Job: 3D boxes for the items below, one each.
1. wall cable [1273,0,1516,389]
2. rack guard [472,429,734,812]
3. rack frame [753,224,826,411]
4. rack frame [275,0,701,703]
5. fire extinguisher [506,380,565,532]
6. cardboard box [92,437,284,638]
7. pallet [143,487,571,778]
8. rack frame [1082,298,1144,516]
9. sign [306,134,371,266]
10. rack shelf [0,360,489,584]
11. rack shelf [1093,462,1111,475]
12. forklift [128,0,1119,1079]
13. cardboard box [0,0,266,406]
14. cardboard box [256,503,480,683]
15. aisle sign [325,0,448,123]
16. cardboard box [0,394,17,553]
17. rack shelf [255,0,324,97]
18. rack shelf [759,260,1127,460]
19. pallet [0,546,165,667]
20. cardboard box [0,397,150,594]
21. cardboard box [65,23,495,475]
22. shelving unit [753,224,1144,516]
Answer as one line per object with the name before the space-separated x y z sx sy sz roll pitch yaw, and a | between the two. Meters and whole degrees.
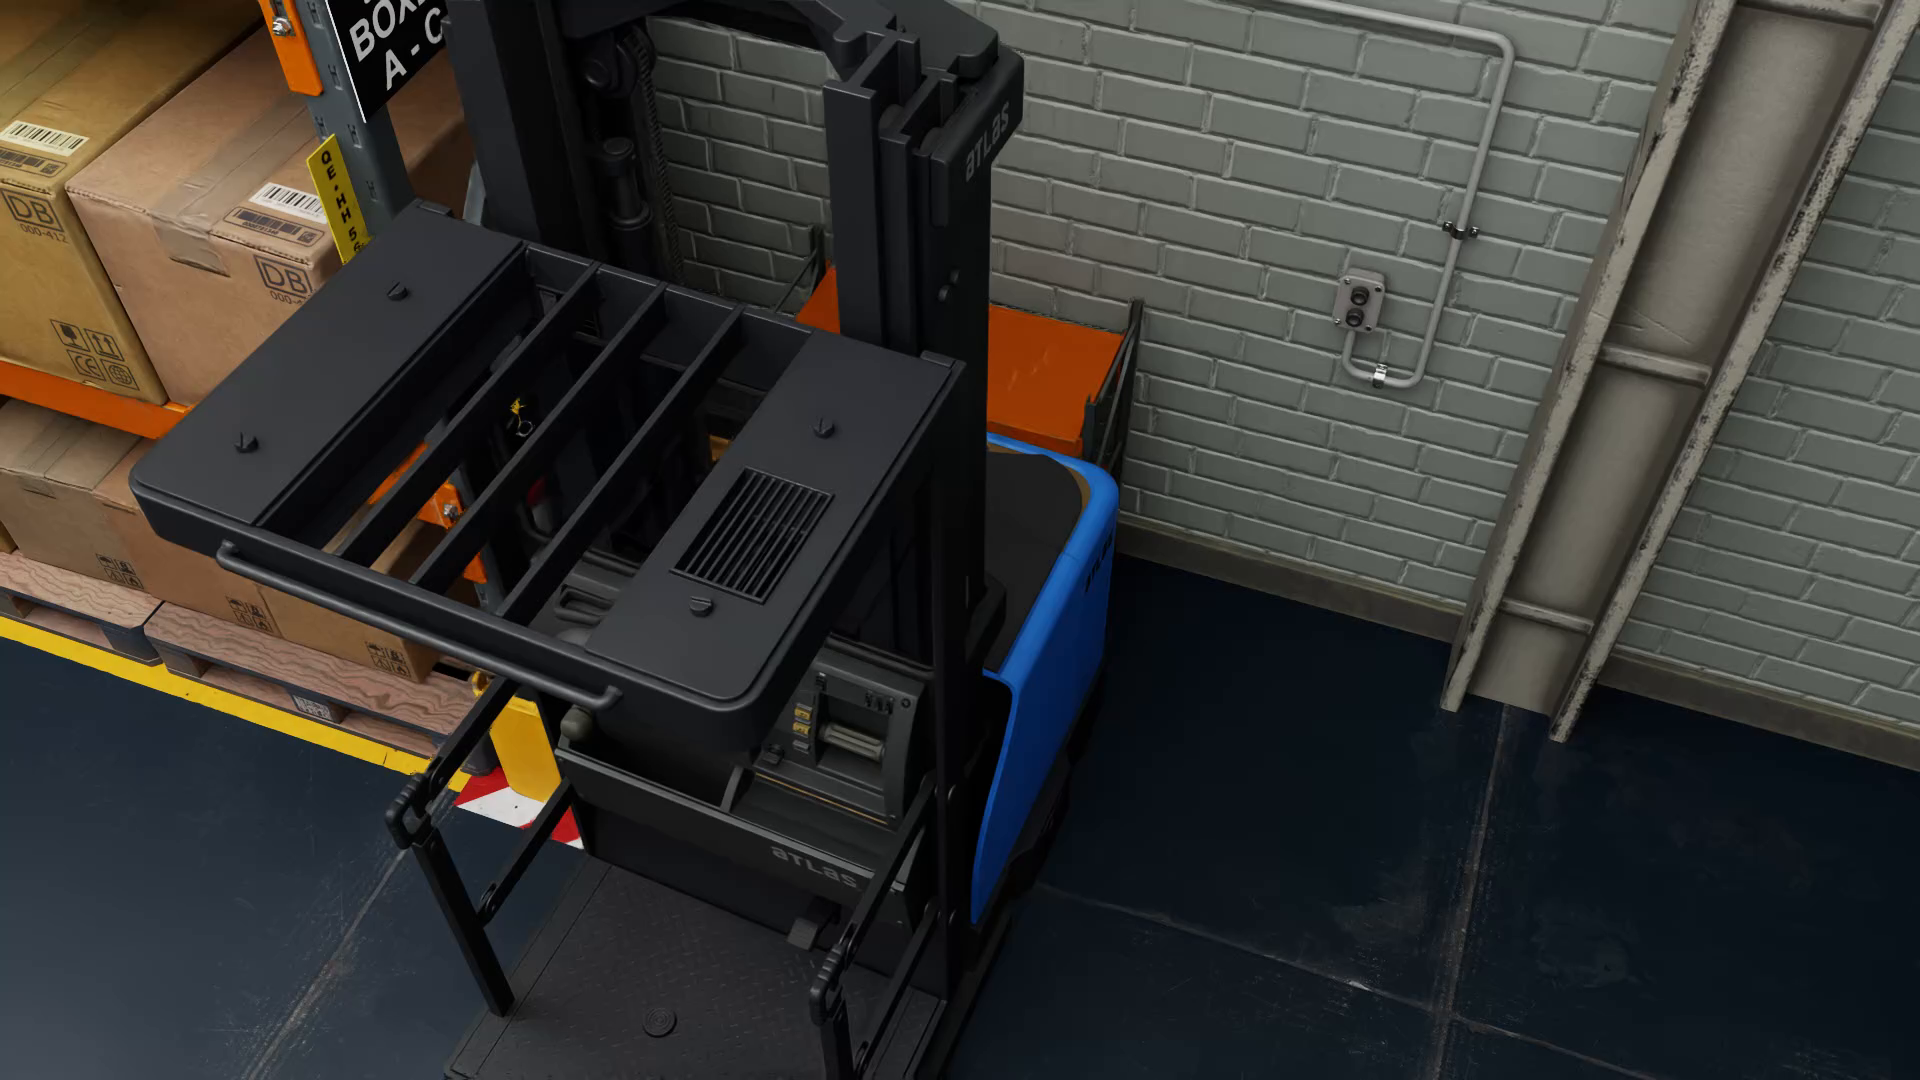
wall cable | 0.460 -1.269 4.192 1.851 1.984 0.084 16 51 13
rack guard | -1.046 0.224 5.225 0.348 0.500 1.175 16 51 13
rack frame | -0.526 -0.407 5.342 0.032 1.125 0.500 15 48 13
rack frame | -1.069 -0.601 4.286 0.127 3.000 1.000 16 51 13
fire extinguisher | -1.087 -0.087 4.138 0.183 0.674 0.296 16 51 13
cardboard box | -2.229 -0.163 5.283 0.500 0.500 0.700 15 51 13
pallet | -1.846 0.159 5.473 1.213 0.211 1.003 16 51 13
rack frame | 0.431 -0.149 5.117 0.032 1.125 0.500 15 48 13
sign | -1.270 -0.677 3.428 0.005 0.325 0.100 16 51 13
rack shelf | -2.945 -0.889 5.012 4.000 0.370 1.077 16 51 13
rack shelf | -0.052 -0.109 5.406 1.000 0.278 0.538 15 48 13
forklift | -0.607 0.432 3.436 1.130 2.935 3.031 18 52 15
cardboard box | -2.237 -1.008 4.440 0.700 0.700 0.980 15 51 13
cardboard box | -1.760 -0.032 5.169 0.500 0.500 0.700 16 51 13
aisle sign | -1.105 -1.221 3.103 0.004 0.787 0.394 16 51 13
cardboard box | -3.204 -0.429 5.513 0.500 0.500 0.700 17 51 14
rack shelf | -2.945 -1.871 3.878 4.000 0.370 1.077 16 51 13
rack shelf | -0.043 -0.481 5.019 1.000 0.278 0.538 15 48 13
pallet | -2.986 -0.162 5.751 1.213 0.211 1.003 16 51 13
cardboard box | -2.701 -0.294 5.396 0.500 0.500 0.700 14 51 12
cardboard box | -1.550 -0.826 4.282 0.700 0.700 0.980 18 51 15
shelving unit | -0.048 -0.278 5.230 1.048 1.125 0.538 15 48 13
